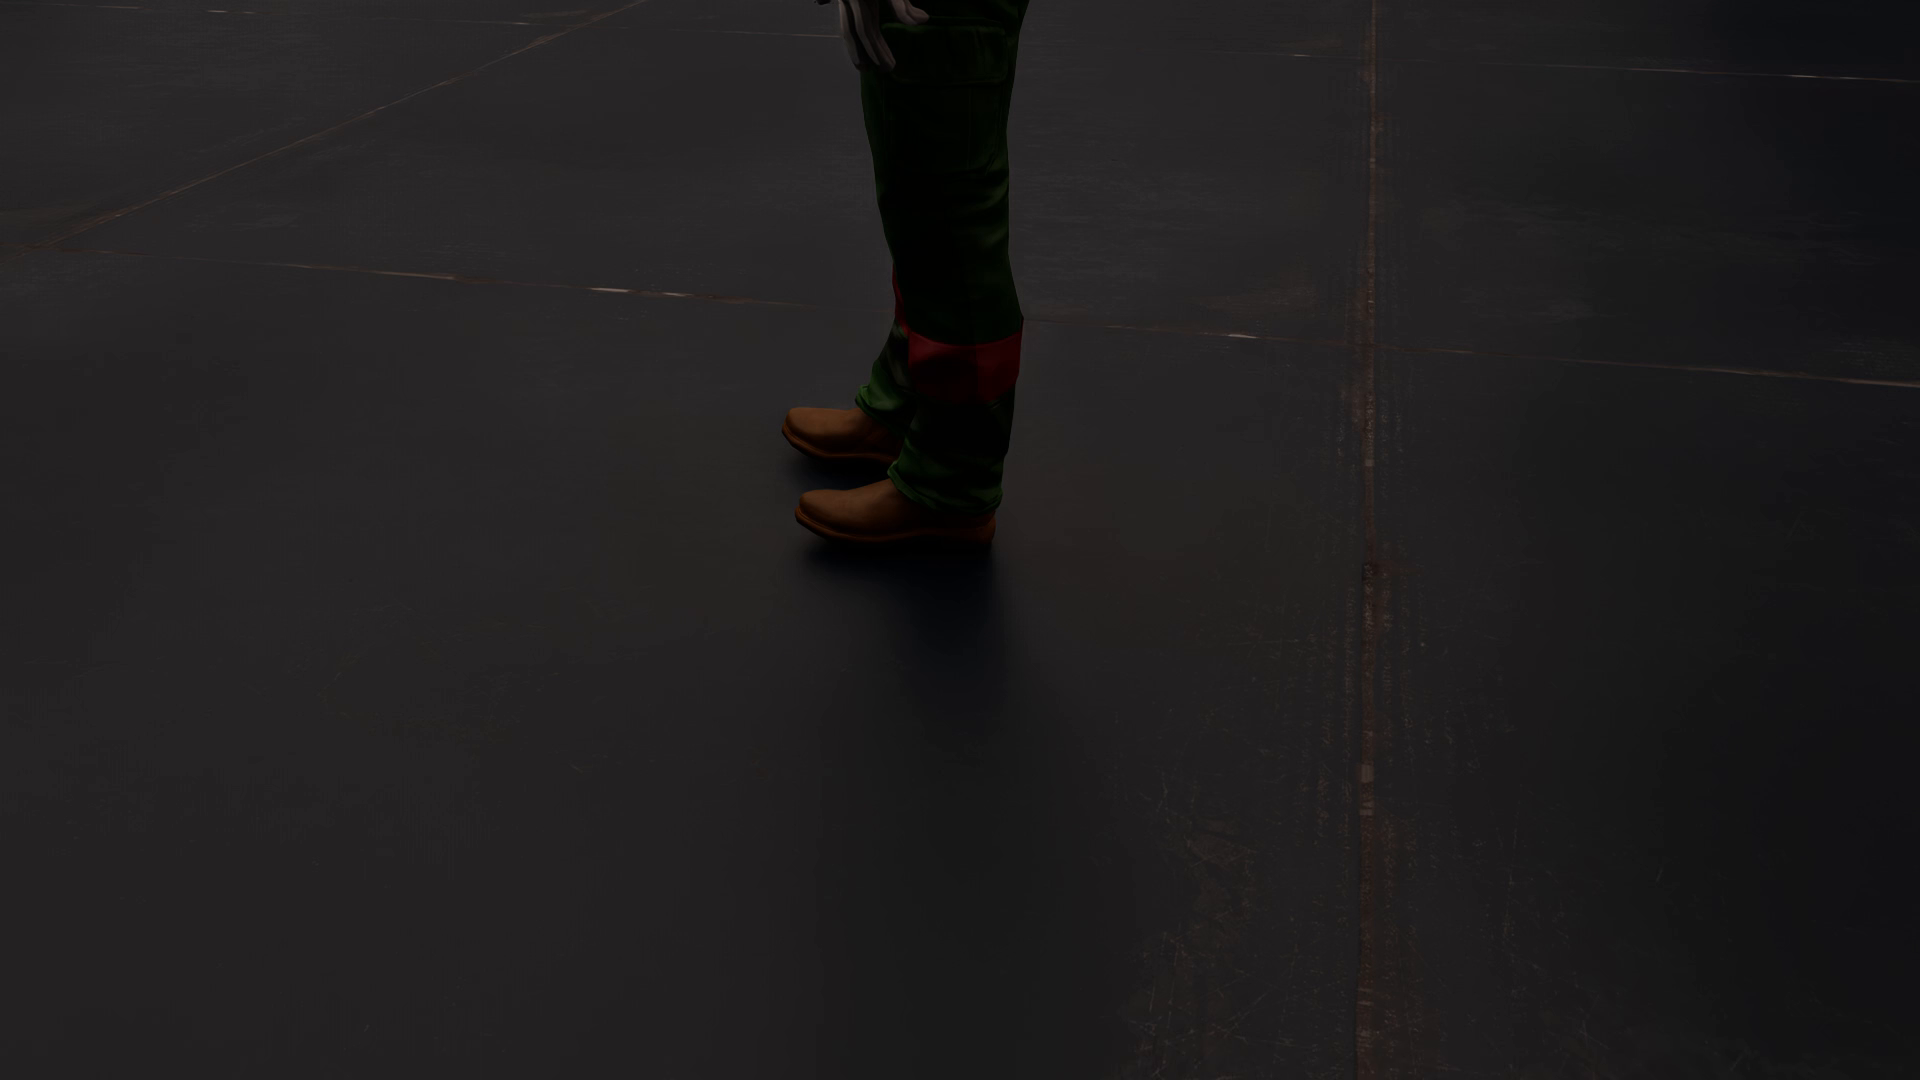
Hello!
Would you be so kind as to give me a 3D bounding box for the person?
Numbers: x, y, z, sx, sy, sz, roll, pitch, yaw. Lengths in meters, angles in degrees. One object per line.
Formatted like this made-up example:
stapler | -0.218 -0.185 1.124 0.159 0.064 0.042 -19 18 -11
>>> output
person | -0.077 -0.819 2.120 0.560 1.790 0.637 6 27 11
